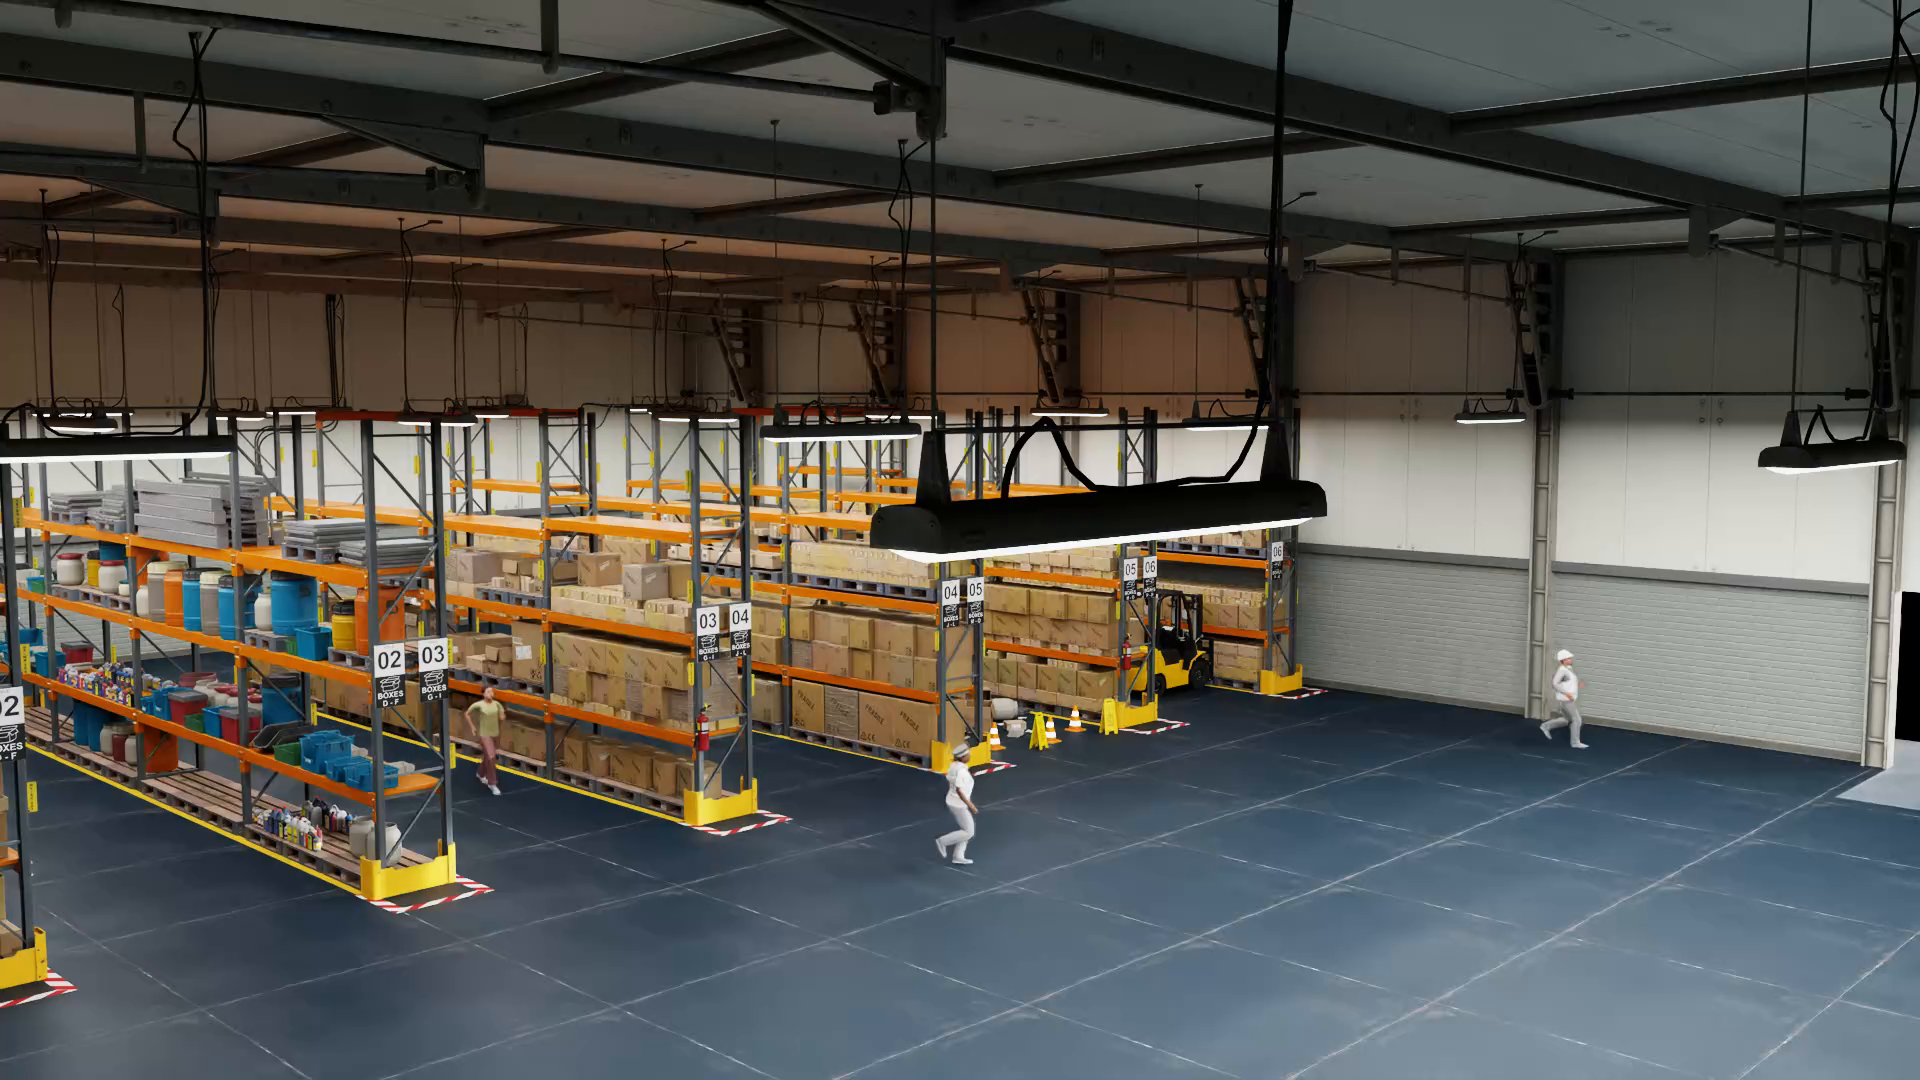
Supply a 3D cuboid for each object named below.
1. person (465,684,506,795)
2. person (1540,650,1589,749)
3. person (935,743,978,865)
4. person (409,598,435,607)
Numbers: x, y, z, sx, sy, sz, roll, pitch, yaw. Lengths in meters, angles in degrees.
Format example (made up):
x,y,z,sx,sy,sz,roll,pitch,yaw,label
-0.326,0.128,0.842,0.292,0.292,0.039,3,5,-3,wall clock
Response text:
x,y,z,sx,sy,sz,roll,pitch,yaw,label
-7.501,3.141,26.452,0.840,1.710,0.554,4,7,41,person
10.799,2.833,29.680,0.860,1.744,0.669,2,6,26,person
-0.080,3.550,22.283,0.586,1.651,0.557,-2,5,-17,person
-12.657,1.990,38.992,0.722,1.799,0.895,1,5,10,person
